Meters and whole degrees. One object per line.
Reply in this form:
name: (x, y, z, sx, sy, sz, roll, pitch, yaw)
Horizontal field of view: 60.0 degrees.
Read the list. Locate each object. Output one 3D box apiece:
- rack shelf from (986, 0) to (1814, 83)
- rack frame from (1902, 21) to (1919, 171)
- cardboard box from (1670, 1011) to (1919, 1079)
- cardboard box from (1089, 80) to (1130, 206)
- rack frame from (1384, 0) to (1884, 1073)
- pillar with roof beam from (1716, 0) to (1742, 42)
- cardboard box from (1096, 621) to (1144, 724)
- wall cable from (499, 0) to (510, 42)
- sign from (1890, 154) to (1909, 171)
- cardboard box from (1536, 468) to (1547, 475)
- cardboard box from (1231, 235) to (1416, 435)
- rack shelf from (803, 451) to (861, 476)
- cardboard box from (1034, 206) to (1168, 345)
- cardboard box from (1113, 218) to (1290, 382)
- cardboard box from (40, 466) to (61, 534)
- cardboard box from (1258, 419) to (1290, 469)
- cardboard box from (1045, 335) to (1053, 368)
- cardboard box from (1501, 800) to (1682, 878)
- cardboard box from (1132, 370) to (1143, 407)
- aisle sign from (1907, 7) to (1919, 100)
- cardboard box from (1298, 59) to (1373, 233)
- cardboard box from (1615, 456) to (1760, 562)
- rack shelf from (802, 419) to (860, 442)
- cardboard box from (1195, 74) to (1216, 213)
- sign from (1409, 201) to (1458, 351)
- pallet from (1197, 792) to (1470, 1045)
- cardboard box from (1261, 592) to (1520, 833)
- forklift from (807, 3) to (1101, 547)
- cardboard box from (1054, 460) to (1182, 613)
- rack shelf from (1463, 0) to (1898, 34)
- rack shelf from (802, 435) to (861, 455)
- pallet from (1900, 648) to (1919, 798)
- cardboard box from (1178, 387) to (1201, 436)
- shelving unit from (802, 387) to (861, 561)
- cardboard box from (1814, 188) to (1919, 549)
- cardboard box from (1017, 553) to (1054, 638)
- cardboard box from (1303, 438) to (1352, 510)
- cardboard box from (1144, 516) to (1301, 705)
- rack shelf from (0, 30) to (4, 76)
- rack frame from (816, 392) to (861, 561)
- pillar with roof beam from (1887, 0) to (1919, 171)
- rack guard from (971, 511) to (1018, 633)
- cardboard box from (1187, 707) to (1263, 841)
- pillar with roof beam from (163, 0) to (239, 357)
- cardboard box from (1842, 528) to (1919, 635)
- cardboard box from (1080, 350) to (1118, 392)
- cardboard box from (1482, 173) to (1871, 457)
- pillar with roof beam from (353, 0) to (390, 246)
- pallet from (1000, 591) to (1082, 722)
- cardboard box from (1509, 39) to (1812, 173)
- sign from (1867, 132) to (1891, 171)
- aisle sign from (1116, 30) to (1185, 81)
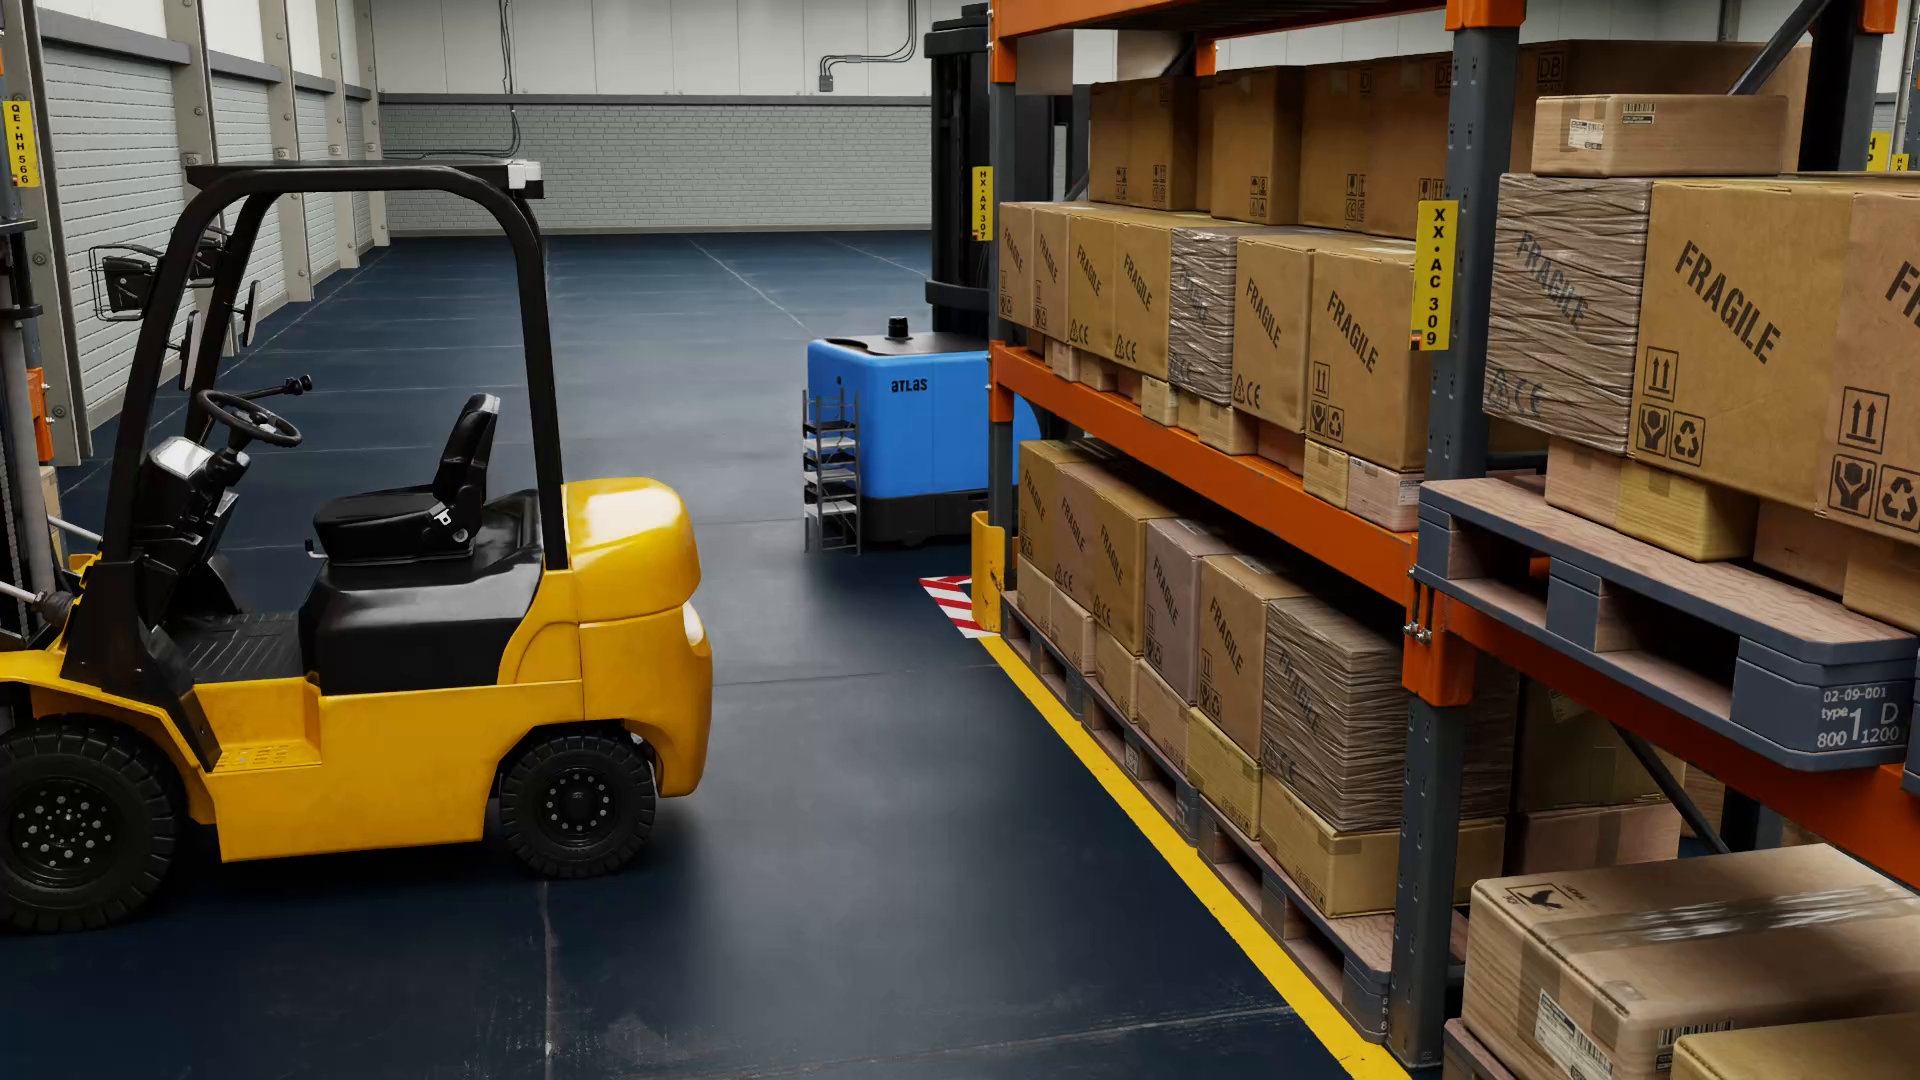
rack shelf: (1.102, -1.761, 5.512, 1.077, 0.370, 4.000, -3, 14, -13)
rack frame: (5.420, -1.414, 8.895, 1.000, 3.000, 0.127, -3, 14, -13)
cardboard box: (1.869, 1.167, 2.983, 0.950, 0.372, 0.625, -2, 14, -10)
cardboard box: (0.964, -1.688, 7.072, 0.700, 0.500, 0.500, -4, 14, -15)
rack frame: (1.572, -0.192, 3.894, 1.000, 3.000, 0.127, -3, 14, -13)
pillar with roof beam: (14.484, -11.978, 39.492, 9.100, 9.000, 0.400, -3, 14, -13)
cardboard box: (0.806, 0.462, 6.126, 0.500, 0.250, 0.500, -2, 14, -9)
wall cable: (-8.727, -12.311, 36.757, 3.097, 2.526, 0.112, -3, 14, -13)
sign: (4.879, -1.844, 8.662, 0.100, 0.325, 0.005, -3, 14, -13)
cardboard box: (1.700, -0.216, 4.521, 0.380, 0.149, 0.250, -3, 14, -12)
cardboard box: (1.098, -0.592, 4.694, 0.500, 0.500, 0.500, -3, 14, -11)
rack shelf: (-0.694, -0.415, 8.986, 0.258, 0.077, 0.200, -7, 16, -25)
cardboard box: (0.598, -1.064, 6.625, 0.500, 0.500, 0.500, -3, 14, -11)
cardboard box: (0.847, -0.830, 5.665, 0.500, 0.500, 0.500, -4, 14, -14)
cardboard box: (-3.781, -0.103, 6.329, 0.500, 0.250, 0.500, -3, 14, -11)
cardboard box: (1.104, -0.307, 4.894, 0.380, 0.149, 0.250, -3, 14, -14)
cardboard box: (0.567, -0.780, 6.828, 0.380, 0.149, 0.250, -4, 14, -15)
cardboard box: (1.695, 0.788, 4.789, 0.500, 0.250, 0.500, -4, 14, -16)
cardboard box: (0.829, -0.541, 5.850, 0.380, 0.149, 0.250, -4, 14, -15)
aisle sign: (5.112, -2.677, 8.585, 0.394, 0.787, 0.004, -3, 14, -13)
cardboard box: (1.489, -1.221, 5.160, 0.700, 0.500, 0.500, -4, 14, -14)
cardboard box: (1.444, -0.071, 3.042, 0.380, 0.149, 0.250, -3, 14, -12)
rack shelf: (-0.694, -0.589, 8.943, 0.258, 0.077, 0.200, -7, 16, -25)
cardboard box: (1.296, -1.459, 6.135, 0.700, 0.500, 0.500, -3, 14, -14)
sign: (1.046, -0.581, 3.660, 0.100, 0.325, 0.005, -3, 14, -13)
pallet: (1.379, 1.009, 4.851, 1.003, 0.211, 1.213, -3, 14, -13)
cardboard box: (1.172, 0.454, 4.579, 0.500, 0.500, 0.500, -3, 14, -14)
forklift: (0.646, -1.608, 9.835, 3.031, 2.935, 1.130, -7, 15, -26)
cardboard box: (0.686, -0.020, 6.518, 0.500, 0.500, 0.500, -4, 14, -15)
rack shelf: (2.041, -0.839, 1.735, 1.077, 0.370, 4.000, -3, 14, -13)
rack shelf: (-0.694, -0.502, 8.964, 0.258, 0.077, 0.200, -7, 16, -25)
pallet: (2.006, 0.369, 1.999, 1.003, 0.211, 1.213, -3, 14, -13)
cardboard box: (0.927, -0.422, 5.364, 0.380, 0.149, 0.250, -4, 14, -14)
shelving unit: (-0.694, -0.360, 9.000, 0.258, 0.900, 0.210, -7, 16, -25)
cardboard box: (1.624, -0.235, 2.346, 0.500, 0.500, 0.500, -3, 14, -14)
cardboard box: (0.553, 0.218, 7.122, 0.500, 0.250, 0.500, -3, 14, -14)
cardboard box: (1.134, -0.185, 4.391, 0.380, 0.149, 0.250, -3, 14, -12)
cardboard box: (0.930, 0.219, 5.540, 0.500, 0.500, 0.500, -3, 14, -10)
rack shelf: (-3.722, -1.484, 4.376, 1.077, 0.370, 4.000, -3, 14, -13)
rack frame: (-0.650, -0.337, 8.911, 0.240, 0.900, 0.006, -7, 16, -25)
pillar with roof beam: (15.893, -10.593, 33.826, 9.100, 9.000, 0.400, -3, 14, -13)
rack guard: (0.650, 0.117, 7.896, 1.175, 0.500, 0.348, -3, 14, -13)
cardboard box: (1.037, 0.696, 5.168, 0.500, 0.250, 0.500, -4, 14, -15)
pillar with roof beam: (-3.538, -6.549, 17.273, 9.100, 9.000, 0.400, -3, 14, -13)
cardboard box: (1.605, 0.052, 2.539, 0.380, 0.149, 0.250, -3, 14, -12)
cardboard box: (0.676, -0.661, 6.342, 0.380, 0.149, 0.250, -3, 14, -12)
cardboard box: (1.403, -0.465, 3.289, 0.500, 0.500, 0.500, -3, 14, -12)
pillar with roof beam: (-7.766, -10.702, 34.270, 9.100, 9.000, 0.400, -3, 14, -13)
pallet: (0.806, 0.446, 7.155, 1.003, 0.211, 1.213, -3, 14, -13)
cardboard box: (1.679, -0.985, 4.193, 0.700, 0.500, 0.500, -3, 14, -14)
sign: (2.110, -0.786, 3.886, 0.100, 0.325, 0.005, -3, 14, -13)
aisle sign: (0.899, -2.408, 7.487, 0.394, 0.787, 0.004, -3, 14, -13)
